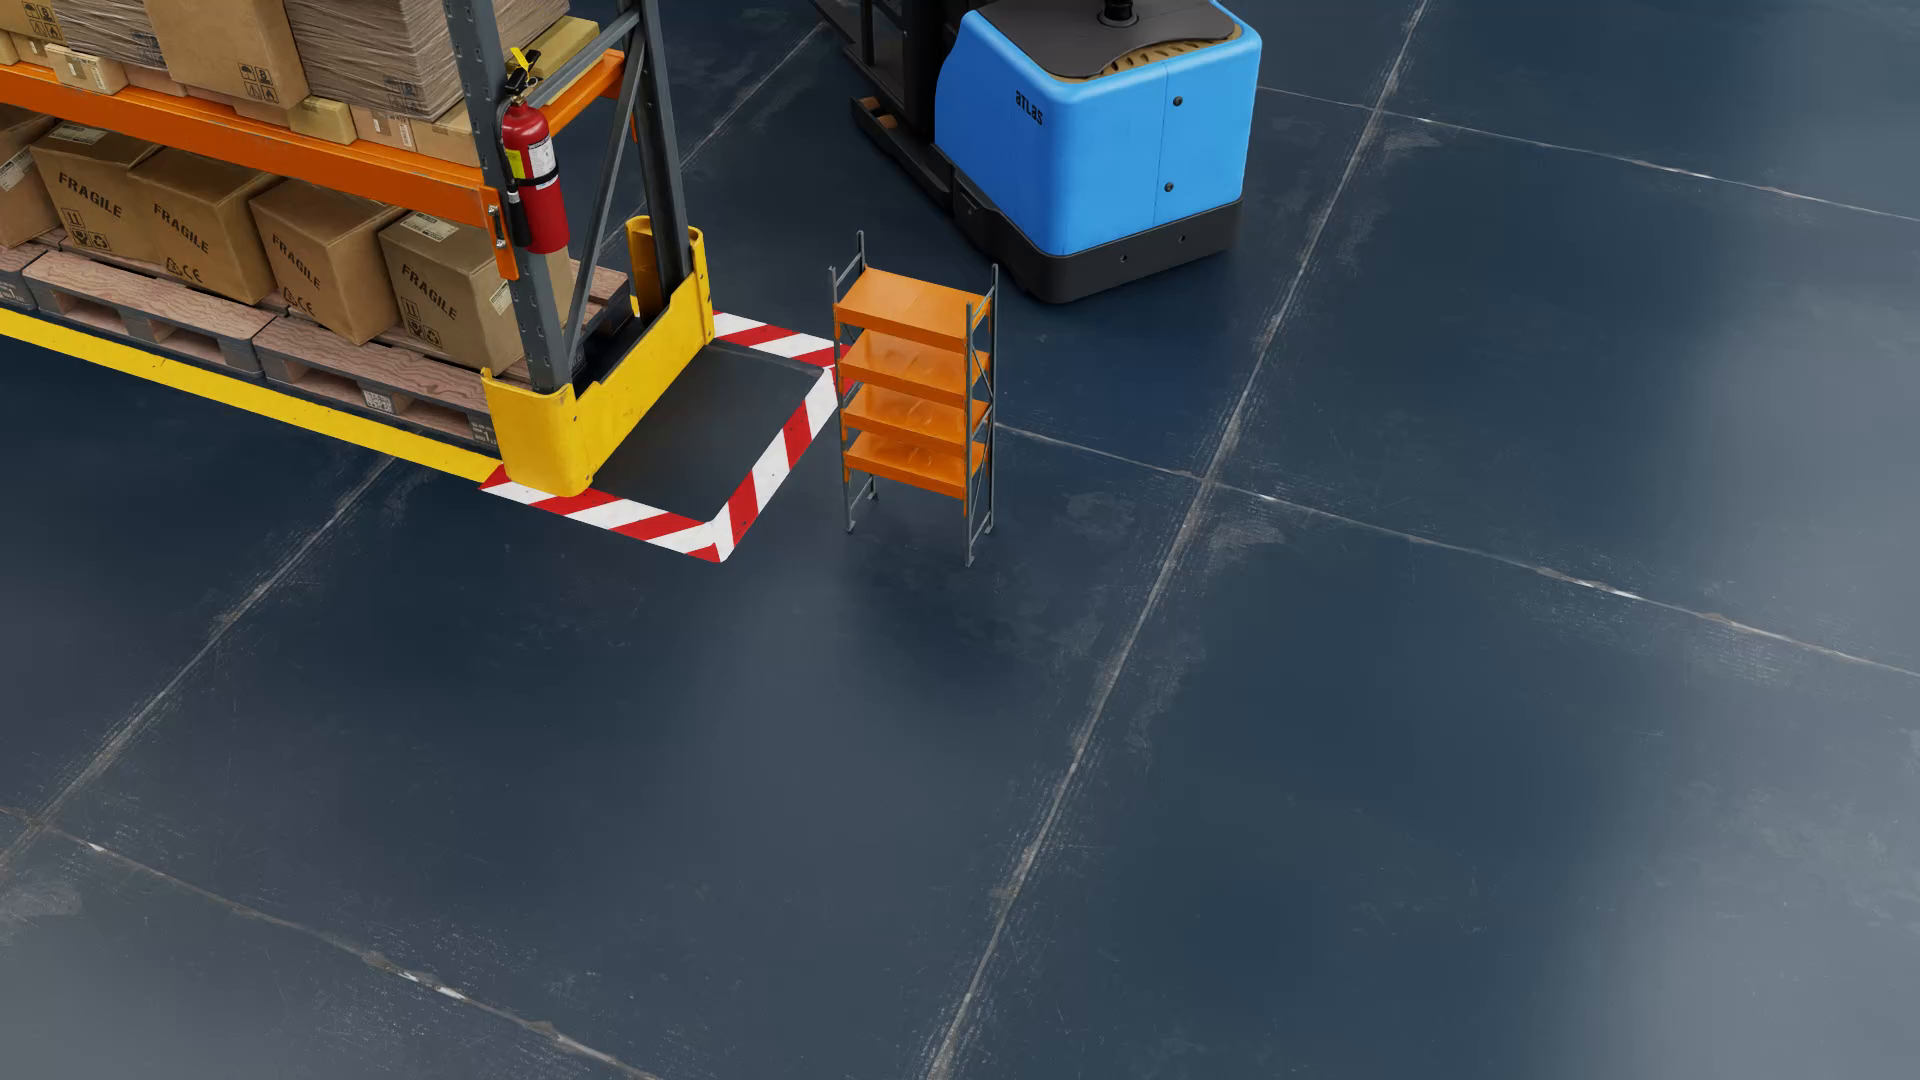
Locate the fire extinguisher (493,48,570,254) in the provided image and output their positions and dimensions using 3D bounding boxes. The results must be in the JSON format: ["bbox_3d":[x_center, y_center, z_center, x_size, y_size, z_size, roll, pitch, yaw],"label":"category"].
[{"bbox_3d":[-1.416,-1.261,5.446,0.183,0.674,0.296,16,47,16],"label":"fire extinguisher"}]

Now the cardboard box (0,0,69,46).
[{"bbox_3d":[-3.251,-2.293,6.146,0.500,0.500,0.875,16,47,16],"label":"cardboard box"}]

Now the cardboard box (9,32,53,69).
[{"bbox_3d":[-3.316,-1.926,6.237,0.250,0.149,0.380,16,47,16],"label":"cardboard box"}]

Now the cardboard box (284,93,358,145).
[{"bbox_3d":[-2.168,-1.576,5.886,0.250,0.149,0.380,16,47,16],"label":"cardboard box"}]

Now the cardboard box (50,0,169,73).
[{"bbox_3d":[-2.794,-2.149,6.002,0.500,0.500,0.875,16,47,16],"label":"cardboard box"}]

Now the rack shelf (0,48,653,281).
[{"bbox_3d":[-3.190,-1.908,6.551,4.000,0.370,1.077,16,47,16],"label":"rack shelf"}]

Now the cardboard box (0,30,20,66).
[{"bbox_3d":[-3.564,-1.964,6.275,0.250,0.149,0.380,16,47,16],"label":"cardboard box"}]

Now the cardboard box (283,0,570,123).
[{"bbox_3d":[-1.841,-1.928,5.779,0.500,0.500,0.875,16,47,16],"label":"cardboard box"}]

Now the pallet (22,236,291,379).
[{"bbox_3d":[-3.273,-1.228,7.334,1.213,0.211,1.003,16,47,16],"label":"pallet"}]

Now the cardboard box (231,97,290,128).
[{"bbox_3d":[-2.393,-1.654,5.964,0.250,0.149,0.380,16,47,16],"label":"cardboard box"}]

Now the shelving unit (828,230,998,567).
[{"bbox_3d":[-0.153,-0.470,5.872,0.503,1.200,0.258,16,47,16],"label":"shelving unit"}]

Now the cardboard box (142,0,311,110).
[{"bbox_3d":[-2.349,-1.986,5.837,0.500,0.500,0.875,16,47,16],"label":"cardboard box"}]

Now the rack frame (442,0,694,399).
[{"bbox_3d":[-1.344,-1.620,5.751,0.127,3.000,1.000,16,47,16],"label":"rack frame"}]

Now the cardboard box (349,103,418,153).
[{"bbox_3d":[-1.917,-1.542,5.851,0.250,0.149,0.380,16,47,16],"label":"cardboard box"}]

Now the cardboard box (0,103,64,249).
[{"bbox_3d":[-4.151,-1.684,7.290,0.500,0.500,0.500,32,53,28],"label":"cardboard box"}]

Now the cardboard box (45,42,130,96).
[{"bbox_3d":[-3.112,-1.813,6.123,0.250,0.149,0.380,16,47,16],"label":"cardboard box"}]

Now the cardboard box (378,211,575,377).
[{"bbox_3d":[-1.914,-1.063,6.666,0.500,0.500,0.500,25,50,23],"label":"cardboard box"}]

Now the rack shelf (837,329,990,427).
[{"bbox_3d":[-0.153,-0.581,5.762,0.480,0.148,0.258,16,47,16],"label":"rack shelf"}]

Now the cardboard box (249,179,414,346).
[{"bbox_3d":[-2.479,-1.203,6.807,0.500,0.500,0.500,29,52,26],"label":"cardboard box"}]

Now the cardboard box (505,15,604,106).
[{"bbox_3d":[-1.516,-1.763,6.074,0.250,0.149,0.380,16,47,16],"label":"cardboard box"}]

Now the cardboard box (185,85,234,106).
[{"bbox_3d":[-2.607,-1.749,6.059,0.250,0.149,0.380,16,47,16],"label":"cardboard box"}]

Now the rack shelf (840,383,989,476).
[{"bbox_3d":[-0.153,-0.423,5.919,0.480,0.148,0.258,16,47,16],"label":"rack shelf"}]

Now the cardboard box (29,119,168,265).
[{"bbox_3d":[-3.548,-1.566,7.172,0.500,0.500,0.500,13,46,12],"label":"cardboard box"}]

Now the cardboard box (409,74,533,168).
[{"bbox_3d":[-1.687,-1.474,5.783,0.250,0.149,0.380,16,47,16],"label":"cardboard box"}]

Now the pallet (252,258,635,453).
[{"bbox_3d":[-2.151,-0.896,7.000,1.213,0.211,1.003,16,47,16],"label":"pallet"}]

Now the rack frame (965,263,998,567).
[{"bbox_3d":[0.072,-0.404,5.805,0.015,1.200,0.240,16,47,16],"label":"rack frame"}]

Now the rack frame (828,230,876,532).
[{"bbox_3d":[-0.378,-0.537,5.939,0.015,1.200,0.240,16,47,16],"label":"rack frame"}]

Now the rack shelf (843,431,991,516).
[{"bbox_3d":[-0.153,-0.282,6.059,0.480,0.148,0.258,16,47,16],"label":"rack shelf"}]

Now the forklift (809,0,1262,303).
[{"bbox_3d":[0.118,-3.096,7.283,1.130,2.935,3.031,-21,49,-20],"label":"forklift"}]

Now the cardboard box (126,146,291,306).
[{"bbox_3d":[-3.050,-1.385,6.990,0.500,0.500,0.500,21,48,19],"label":"cardboard box"}]

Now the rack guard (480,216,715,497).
[{"bbox_3d":[-1.415,-0.754,6.654,0.348,0.500,1.175,16,47,16],"label":"rack guard"}]

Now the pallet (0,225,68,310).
[{"bbox_3d":[-4.403,-1.558,7.666,1.213,0.211,1.003,16,47,16],"label":"pallet"}]

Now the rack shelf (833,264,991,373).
[{"bbox_3d":[-0.153,-0.749,5.595,0.480,0.148,0.258,16,47,16],"label":"rack shelf"}]

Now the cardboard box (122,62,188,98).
[{"bbox_3d":[-2.847,-1.803,6.113,0.250,0.149,0.380,16,47,16],"label":"cardboard box"}]
